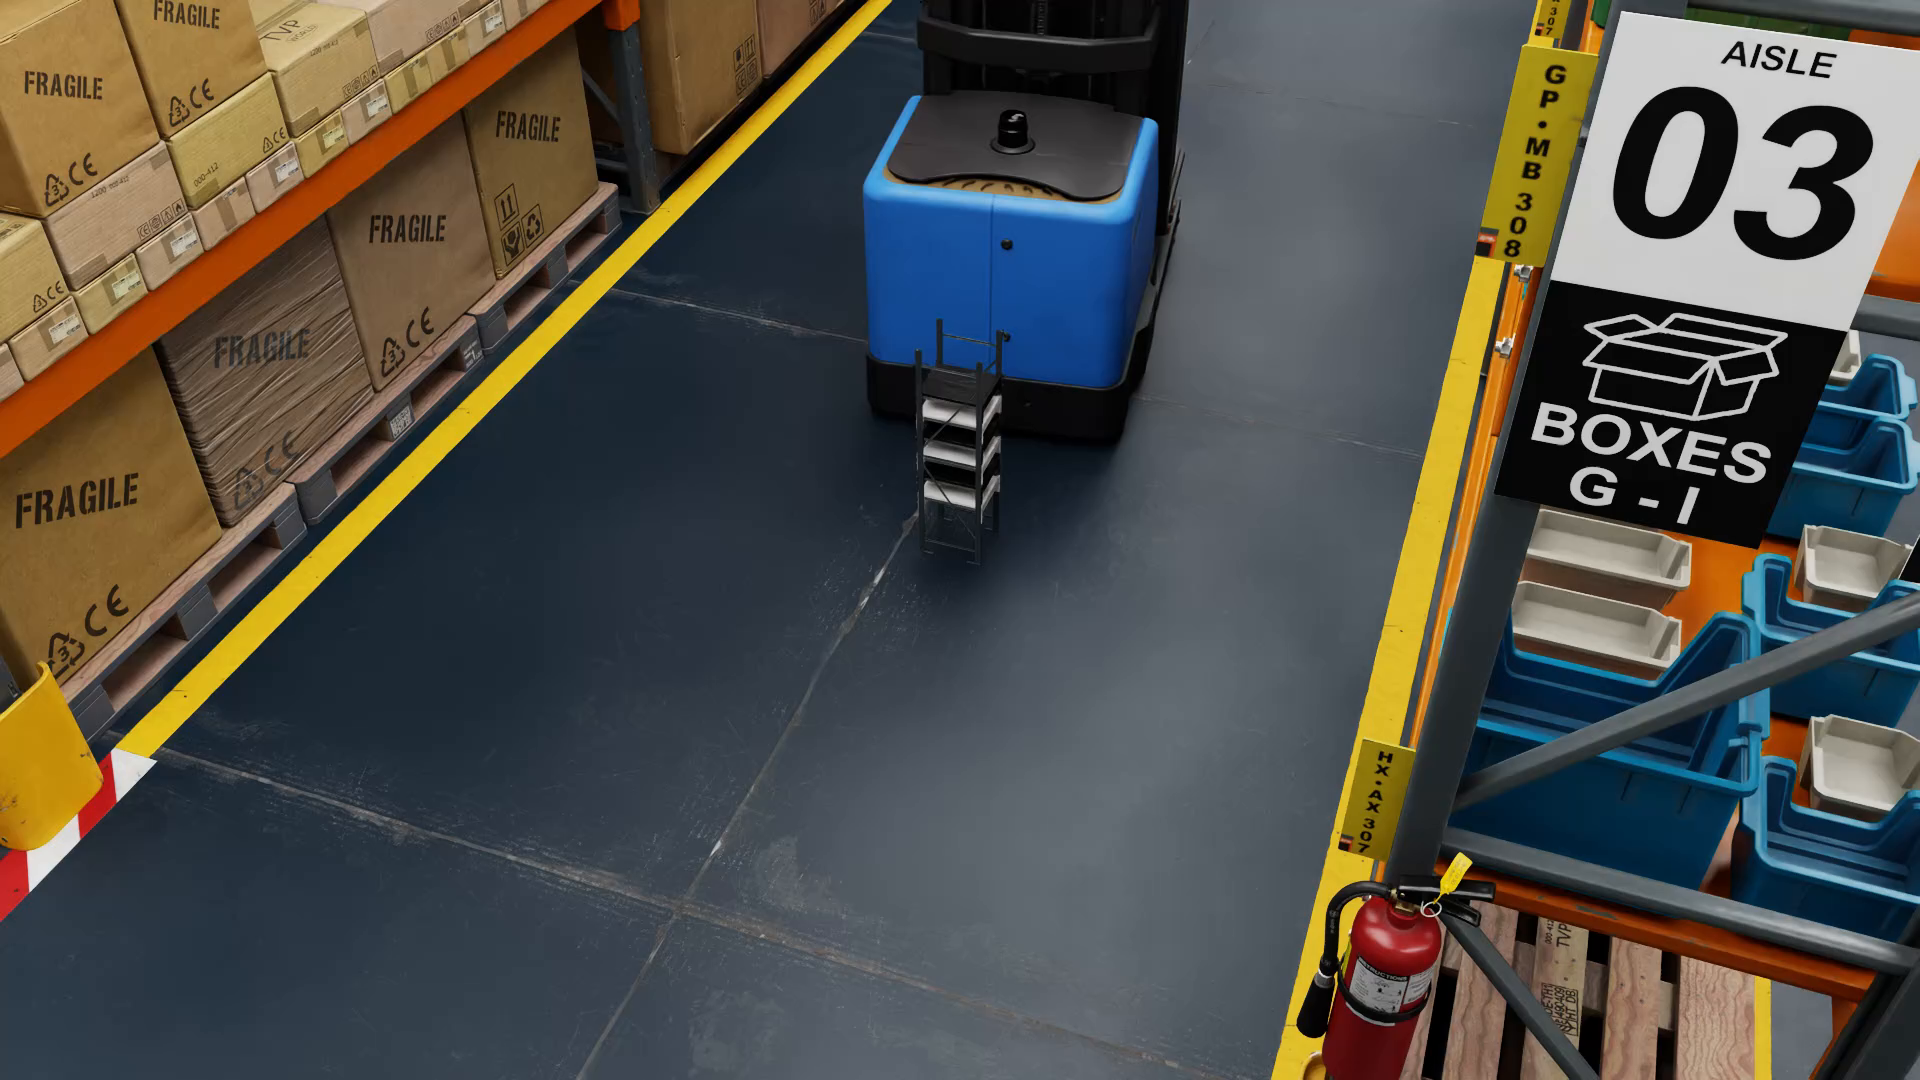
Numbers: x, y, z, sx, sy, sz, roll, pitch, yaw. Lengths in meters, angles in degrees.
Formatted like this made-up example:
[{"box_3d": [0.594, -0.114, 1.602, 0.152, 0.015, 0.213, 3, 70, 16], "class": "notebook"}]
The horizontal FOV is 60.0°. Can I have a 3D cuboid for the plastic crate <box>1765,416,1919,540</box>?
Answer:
[{"box_3d": [2.171, -0.159, 4.208, 0.416, 0.233, 0.300, 13, 42, 15], "class": "plastic crate"}]

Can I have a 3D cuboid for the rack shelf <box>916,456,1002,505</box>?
[{"box_3d": [-0.003, -0.244, 6.032, 0.258, 0.077, 0.200, 13, 42, 15], "class": "rack shelf"}]

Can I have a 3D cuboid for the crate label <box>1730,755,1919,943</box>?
[{"box_3d": [1.721, 0.644, 3.267, 0.416, 0.233, 0.303, 13, 42, 15], "class": "crate label"}]

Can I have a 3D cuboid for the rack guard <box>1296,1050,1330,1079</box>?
[{"box_3d": [1.331, 1.649, 3.932, 1.175, 0.500, 0.348, 13, 42, 15], "class": "rack guard"}]

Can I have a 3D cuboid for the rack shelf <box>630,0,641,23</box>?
[{"box_3d": [-1.275, -3.804, 8.952, 1.077, 0.370, 4.000, 13, 42, 15], "class": "rack shelf"}]

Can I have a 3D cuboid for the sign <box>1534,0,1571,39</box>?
[{"box_3d": [2.179, -1.987, 6.055, 0.100, 0.325, 0.005, 13, 42, 15], "class": "sign"}]

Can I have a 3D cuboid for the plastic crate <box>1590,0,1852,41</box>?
[{"box_3d": [1.396, -1.045, 3.016, 0.450, 0.188, 0.336, 13, 42, 15], "class": "plastic crate"}]

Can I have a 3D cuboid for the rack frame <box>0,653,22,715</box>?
[{"box_3d": [-3.327, -0.419, 4.429, 1.000, 3.000, 0.127, 13, 42, 15], "class": "rack frame"}]

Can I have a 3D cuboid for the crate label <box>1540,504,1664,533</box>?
[{"box_3d": [1.621, -0.128, 4.246, 0.396, 0.136, 0.243, 13, 42, 15], "class": "crate label"}]

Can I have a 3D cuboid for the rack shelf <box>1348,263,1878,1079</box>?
[{"box_3d": [2.011, -0.265, 4.804, 1.077, 0.370, 4.000, 13, 42, 15], "class": "rack shelf"}]

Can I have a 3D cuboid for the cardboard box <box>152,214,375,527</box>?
[{"box_3d": [-2.872, -0.733, 6.112, 0.875, 0.875, 0.875, 13, 42, 15], "class": "cardboard box"}]

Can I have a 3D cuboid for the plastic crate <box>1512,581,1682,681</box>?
[{"box_3d": [1.436, 0.221, 3.837, 0.396, 0.136, 0.243, 13, 42, 15], "class": "plastic crate"}]

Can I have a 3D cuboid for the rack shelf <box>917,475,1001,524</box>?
[{"box_3d": [-0.003, -0.175, 6.091, 0.258, 0.077, 0.200, 13, 42, 15], "class": "rack shelf"}]

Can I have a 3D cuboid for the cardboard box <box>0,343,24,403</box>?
[{"box_3d": [-2.896, -0.466, 4.679, 0.380, 0.149, 0.250, 14, 42, 16], "class": "cardboard box"}]

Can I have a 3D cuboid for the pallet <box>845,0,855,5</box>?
[{"box_3d": [-0.932, -3.773, 10.510, 1.003, 0.211, 1.213, 13, 42, 15], "class": "pallet"}]

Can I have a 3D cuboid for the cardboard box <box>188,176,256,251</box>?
[{"box_3d": [-2.546, -1.093, 5.414, 0.380, 0.149, 0.250, 13, 42, 14], "class": "cardboard box"}]

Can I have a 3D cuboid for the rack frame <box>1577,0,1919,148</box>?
[{"box_3d": [1.327, -1.601, 1.194, 1.000, 3.000, 0.127, 13, 42, 15], "class": "rack frame"}]

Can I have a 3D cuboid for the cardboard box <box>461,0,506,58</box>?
[{"box_3d": [-2.019, -2.034, 6.516, 0.380, 0.149, 0.250, 14, 42, 16], "class": "cardboard box"}]

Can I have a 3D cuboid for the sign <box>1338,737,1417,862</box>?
[{"box_3d": [0.805, 0.506, 3.220, 0.100, 0.325, 0.005, 13, 42, 15], "class": "sign"}]

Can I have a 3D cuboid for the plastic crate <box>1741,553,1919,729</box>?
[{"box_3d": [1.946, 0.243, 3.737, 0.416, 0.233, 0.300, 13, 42, 15], "class": "plastic crate"}]

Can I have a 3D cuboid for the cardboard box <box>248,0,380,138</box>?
[{"box_3d": [-2.389, -1.651, 5.760, 0.500, 0.250, 0.500, 12, 42, 14], "class": "cardboard box"}]

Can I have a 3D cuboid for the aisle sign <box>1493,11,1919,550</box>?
[{"box_3d": [1.027, -0.329, 2.322, 0.394, 0.787, 0.004, 13, 42, 15], "class": "aisle sign"}]

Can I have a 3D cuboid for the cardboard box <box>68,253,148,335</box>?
[{"box_3d": [-2.722, -0.779, 5.046, 0.380, 0.149, 0.250, 12, 42, 14], "class": "cardboard box"}]

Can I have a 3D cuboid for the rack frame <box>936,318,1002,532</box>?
[{"box_3d": [0.032, -0.399, 6.025, 0.240, 0.900, 0.006, 13, 42, 15], "class": "rack frame"}]

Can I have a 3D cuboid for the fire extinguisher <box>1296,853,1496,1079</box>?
[{"box_3d": [0.849, 0.843, 3.298, 0.296, 0.674, 0.183, 13, 42, 15], "class": "fire extinguisher"}]

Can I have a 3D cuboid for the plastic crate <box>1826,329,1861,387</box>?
[{"box_3d": [2.382, -0.553, 4.744, 0.293, 0.136, 0.466, 13, 42, 15], "class": "plastic crate"}]

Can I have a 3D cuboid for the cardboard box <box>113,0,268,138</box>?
[{"box_3d": [-2.567, -1.615, 5.140, 0.500, 0.500, 0.500, 12, 42, 14], "class": "cardboard box"}]

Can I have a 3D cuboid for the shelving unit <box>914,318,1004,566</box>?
[{"box_3d": [-0.003, -0.337, 5.952, 0.258, 0.900, 0.210, 13, 42, 15], "class": "shelving unit"}]

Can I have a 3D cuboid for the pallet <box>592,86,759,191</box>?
[{"box_3d": [-1.766, -2.285, 8.765, 1.003, 0.211, 1.213, 13, 42, 15], "class": "pallet"}]

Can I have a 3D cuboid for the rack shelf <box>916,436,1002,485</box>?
[{"box_3d": [-0.003, -0.312, 5.974, 0.258, 0.077, 0.200, 13, 42, 15], "class": "rack shelf"}]

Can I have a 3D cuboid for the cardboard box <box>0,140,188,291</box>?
[{"box_3d": [-2.738, -1.026, 5.028, 0.500, 0.250, 0.500, 13, 42, 15], "class": "cardboard box"}]

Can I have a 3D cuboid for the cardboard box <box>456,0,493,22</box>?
[{"box_3d": [-2.038, -2.271, 6.487, 0.500, 0.250, 0.500, 15, 43, 16], "class": "cardboard box"}]

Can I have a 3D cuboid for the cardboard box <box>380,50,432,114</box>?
[{"box_3d": [-2.195, -1.720, 6.149, 0.380, 0.149, 0.250, 13, 42, 14], "class": "cardboard box"}]

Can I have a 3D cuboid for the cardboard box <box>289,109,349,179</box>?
[{"box_3d": [-2.371, -1.405, 5.779, 0.380, 0.149, 0.250, 12, 42, 14], "class": "cardboard box"}]

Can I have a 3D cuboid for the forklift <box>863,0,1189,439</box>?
[{"box_3d": [0.438, -2.479, 6.898, 1.130, 2.935, 3.031, 8, 41, 9], "class": "forklift"}]

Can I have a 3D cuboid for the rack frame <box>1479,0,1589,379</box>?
[{"box_3d": [2.695, -1.759, 6.001, 1.000, 3.000, 0.127, 13, 42, 15], "class": "rack frame"}]

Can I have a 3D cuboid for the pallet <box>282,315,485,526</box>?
[{"box_3d": [-2.708, -0.604, 6.796, 1.003, 0.211, 1.213, 13, 42, 15], "class": "pallet"}]

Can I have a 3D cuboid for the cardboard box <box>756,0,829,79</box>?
[{"box_3d": [-1.454, -3.150, 8.944, 1.225, 0.875, 0.875, 12, 42, 14], "class": "cardboard box"}]

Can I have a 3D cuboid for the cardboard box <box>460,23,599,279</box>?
[{"box_3d": [-2.260, -1.825, 7.391, 0.875, 0.875, 0.875, 13, 42, 15], "class": "cardboard box"}]

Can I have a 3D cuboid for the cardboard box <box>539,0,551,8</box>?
[{"box_3d": [-1.844, -2.347, 6.883, 0.380, 0.149, 0.250, 14, 42, 16], "class": "cardboard box"}]
